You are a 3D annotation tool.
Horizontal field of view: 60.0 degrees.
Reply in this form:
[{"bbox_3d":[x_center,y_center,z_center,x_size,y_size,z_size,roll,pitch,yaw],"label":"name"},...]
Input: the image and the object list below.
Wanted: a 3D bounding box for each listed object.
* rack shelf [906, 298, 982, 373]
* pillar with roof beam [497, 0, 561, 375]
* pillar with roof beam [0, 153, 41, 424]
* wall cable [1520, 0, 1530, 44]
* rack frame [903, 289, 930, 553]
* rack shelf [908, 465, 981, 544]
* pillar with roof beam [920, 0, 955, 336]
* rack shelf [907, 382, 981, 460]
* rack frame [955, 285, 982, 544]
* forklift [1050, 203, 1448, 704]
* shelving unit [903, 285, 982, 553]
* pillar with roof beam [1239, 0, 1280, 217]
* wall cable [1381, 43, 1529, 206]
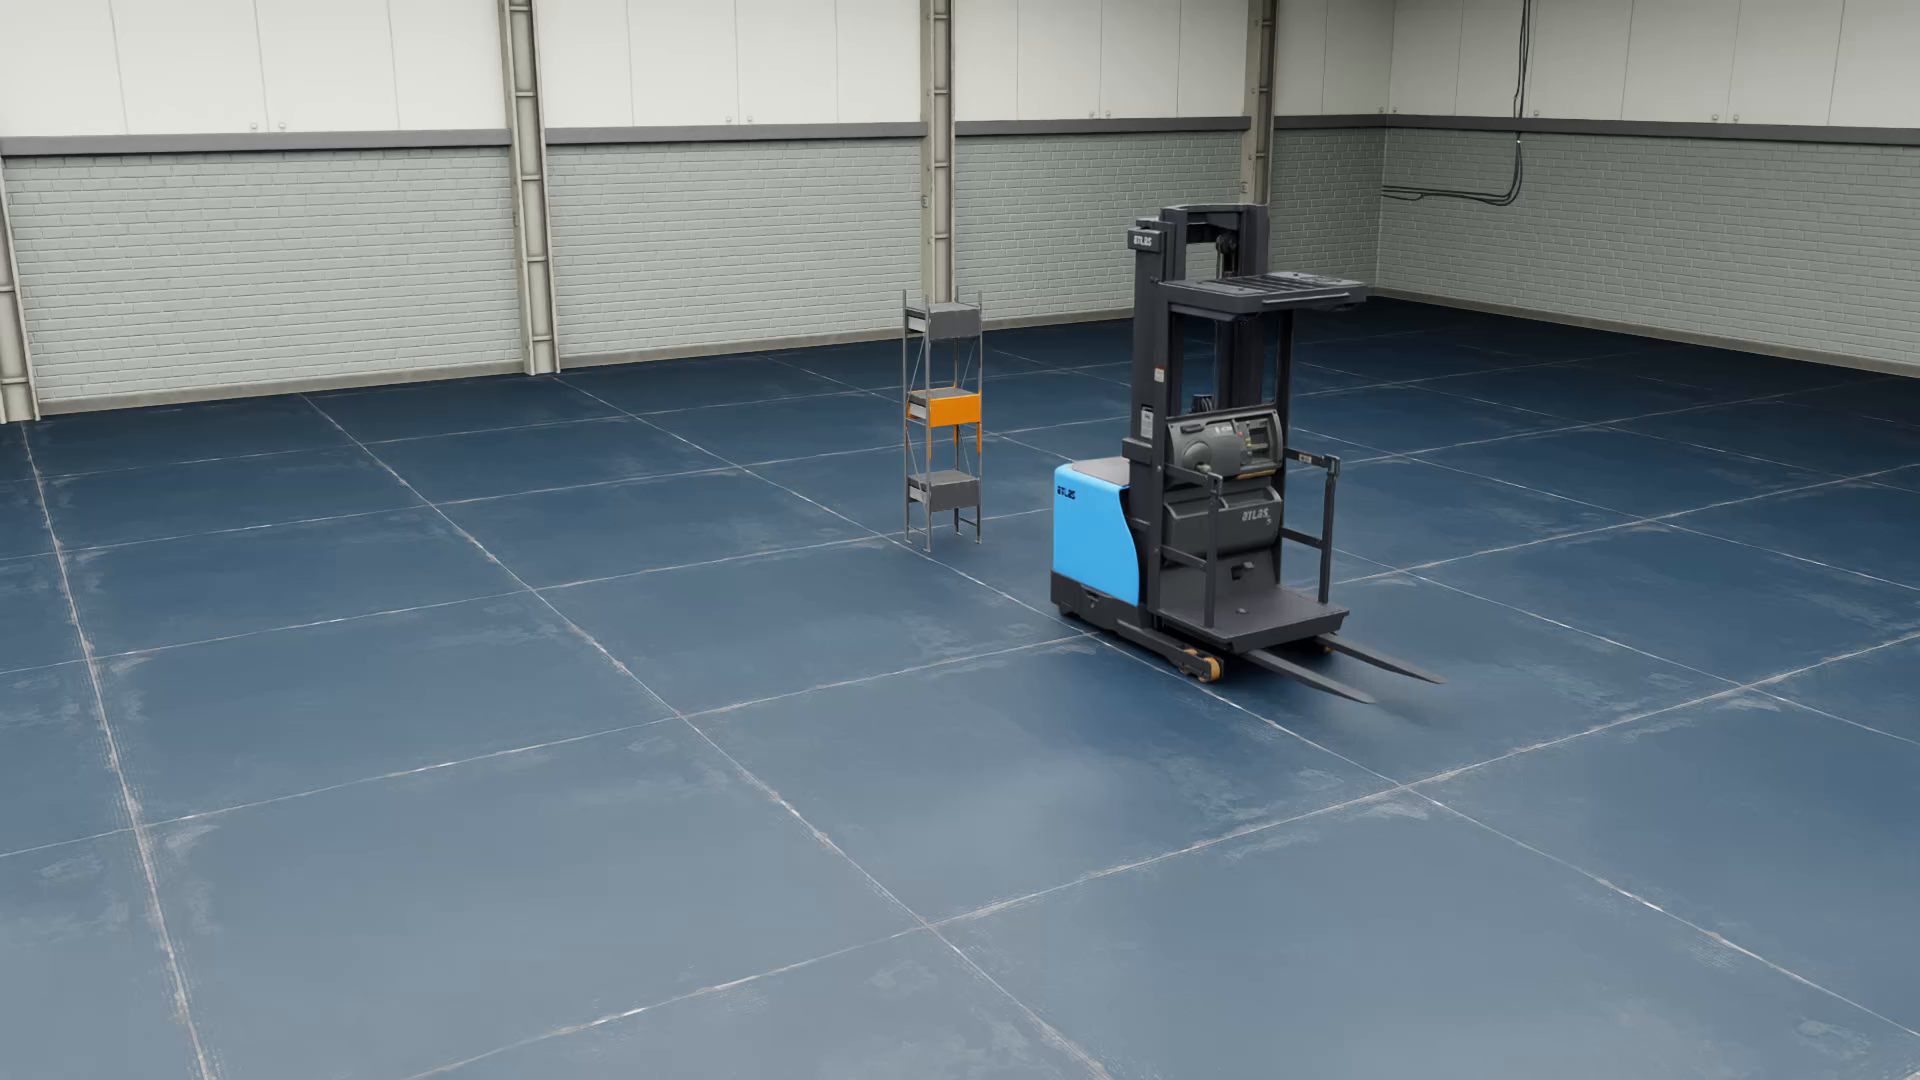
[{"bbox_3d":[-0.142,-1.649,13.359,0.480,0.518,0.431,-9,18,-30],"label":"rack shelf"},{"bbox_3d":[-3.245,-5.531,16.970,0.400,9.000,9.100,-9,18,-30],"label":"pillar with roof beam"},{"bbox_3d":[-8.388,-4.697,13.995,0.400,9.000,9.100,-9,18,-30],"label":"pillar with roof beam"},{"bbox_3d":[9.423,-8.610,24.348,0.112,2.526,3.097,-9,18,-30],"label":"wall cable"},{"bbox_3d":[-0.351,-0.954,13.423,0.015,2.100,0.400,-9,18,-30],"label":"rack frame"},{"bbox_3d":[-0.142,-0.301,13.737,0.480,0.518,0.431,-9,18,-30],"label":"rack shelf"},{"bbox_3d":[1.898,-6.365,19.946,0.400,9.000,9.100,-9,18,-30],"label":"pillar with roof beam"},{"bbox_3d":[-0.142,-0.975,13.548,0.480,0.518,0.431,-9,18,-30],"label":"rack shelf"},{"bbox_3d":[0.067,-1.022,13.665,0.015,2.100,0.400,-9,18,-30],"label":"rack frame"},{"bbox_3d":[1.863,-0.639,10.760,1.130,2.935,3.031,-10,18,-31],"label":"forklift"},{"bbox_3d":[-0.142,-0.988,13.544,0.503,2.100,0.431,-9,18,-30],"label":"shelving unit"},{"bbox_3d":[7.041,-7.199,22.921,0.400,9.000,9.100,-9,18,-30],"label":"pillar with roof beam"},{"bbox_3d":[8.030,-6.804,27.263,0.112,2.526,3.097,-9,18,-30],"label":"wall cable"}]
